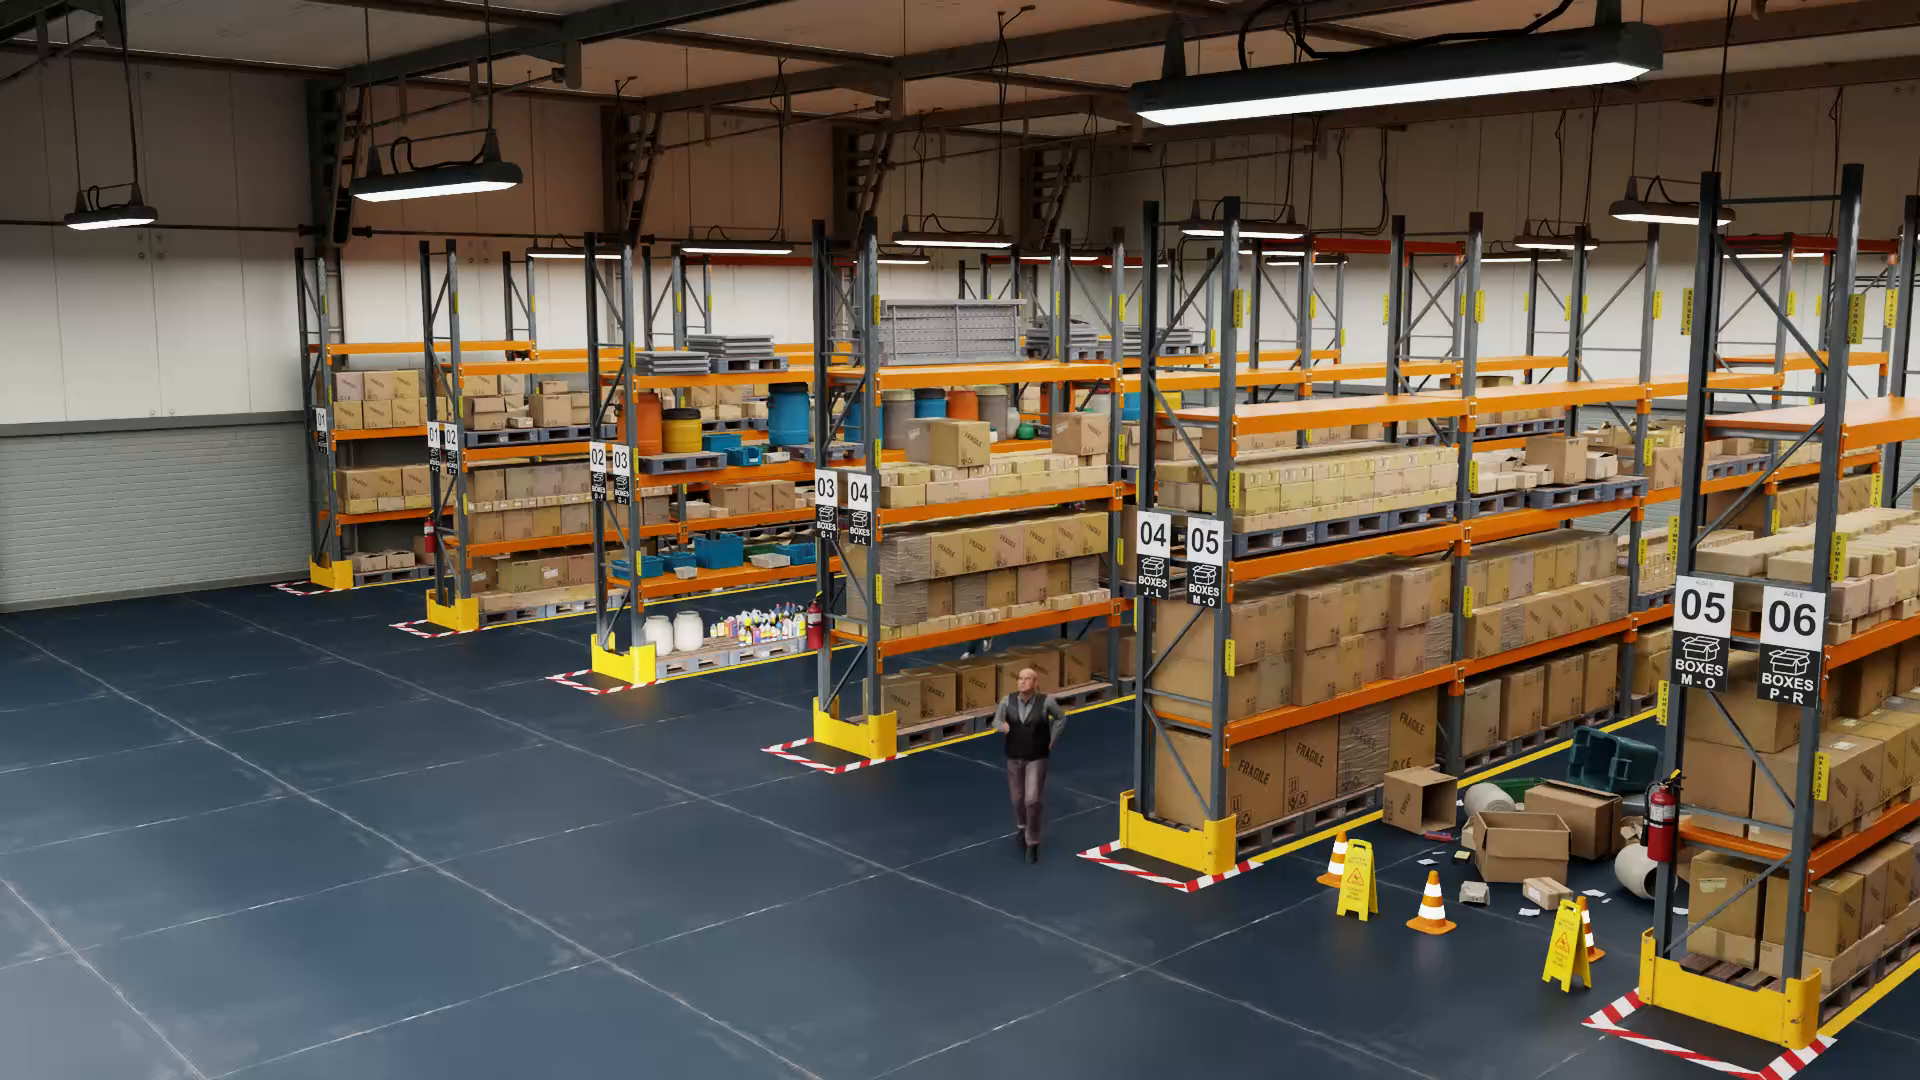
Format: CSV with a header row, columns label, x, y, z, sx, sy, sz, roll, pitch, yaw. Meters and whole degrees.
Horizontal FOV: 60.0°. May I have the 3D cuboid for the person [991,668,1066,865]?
label,x,y,z,sx,sy,sz,roll,pitch,yaw
person,0.608,2.072,15.445,0.655,1.791,0.681,3,9,21

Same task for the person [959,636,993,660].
label,x,y,z,sx,sy,sz,roll,pitch,yaw
person,0.236,0.817,22.483,0.547,1.593,0.678,8,11,42
